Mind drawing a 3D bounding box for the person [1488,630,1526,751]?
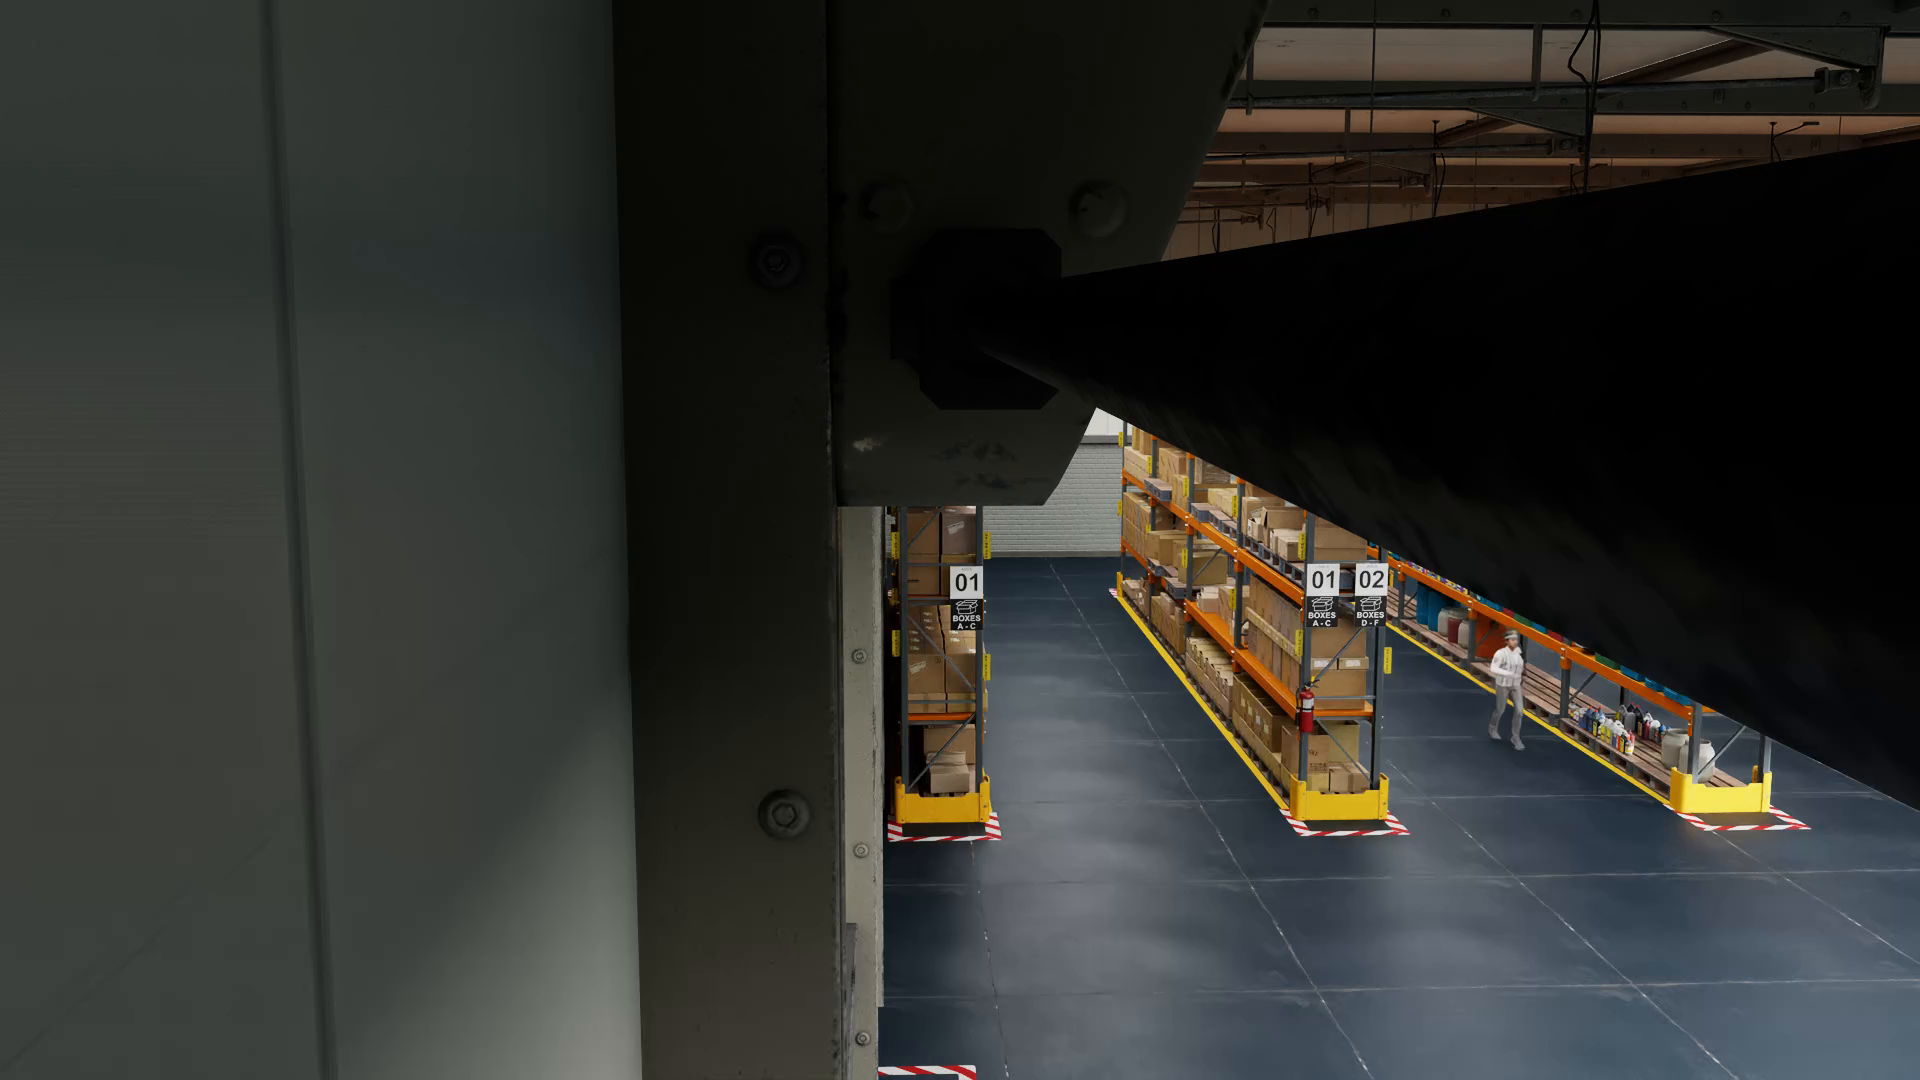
[{"bbox_3d":[7.899,2.132,24.027,0.596,1.739,0.764,-1,8,-10],"label":"person"}]

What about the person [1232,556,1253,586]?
[{"bbox_3d":[5.978,0.623,34.882,0.590,1.614,1.020,-2,8,-11],"label":"person"}]
